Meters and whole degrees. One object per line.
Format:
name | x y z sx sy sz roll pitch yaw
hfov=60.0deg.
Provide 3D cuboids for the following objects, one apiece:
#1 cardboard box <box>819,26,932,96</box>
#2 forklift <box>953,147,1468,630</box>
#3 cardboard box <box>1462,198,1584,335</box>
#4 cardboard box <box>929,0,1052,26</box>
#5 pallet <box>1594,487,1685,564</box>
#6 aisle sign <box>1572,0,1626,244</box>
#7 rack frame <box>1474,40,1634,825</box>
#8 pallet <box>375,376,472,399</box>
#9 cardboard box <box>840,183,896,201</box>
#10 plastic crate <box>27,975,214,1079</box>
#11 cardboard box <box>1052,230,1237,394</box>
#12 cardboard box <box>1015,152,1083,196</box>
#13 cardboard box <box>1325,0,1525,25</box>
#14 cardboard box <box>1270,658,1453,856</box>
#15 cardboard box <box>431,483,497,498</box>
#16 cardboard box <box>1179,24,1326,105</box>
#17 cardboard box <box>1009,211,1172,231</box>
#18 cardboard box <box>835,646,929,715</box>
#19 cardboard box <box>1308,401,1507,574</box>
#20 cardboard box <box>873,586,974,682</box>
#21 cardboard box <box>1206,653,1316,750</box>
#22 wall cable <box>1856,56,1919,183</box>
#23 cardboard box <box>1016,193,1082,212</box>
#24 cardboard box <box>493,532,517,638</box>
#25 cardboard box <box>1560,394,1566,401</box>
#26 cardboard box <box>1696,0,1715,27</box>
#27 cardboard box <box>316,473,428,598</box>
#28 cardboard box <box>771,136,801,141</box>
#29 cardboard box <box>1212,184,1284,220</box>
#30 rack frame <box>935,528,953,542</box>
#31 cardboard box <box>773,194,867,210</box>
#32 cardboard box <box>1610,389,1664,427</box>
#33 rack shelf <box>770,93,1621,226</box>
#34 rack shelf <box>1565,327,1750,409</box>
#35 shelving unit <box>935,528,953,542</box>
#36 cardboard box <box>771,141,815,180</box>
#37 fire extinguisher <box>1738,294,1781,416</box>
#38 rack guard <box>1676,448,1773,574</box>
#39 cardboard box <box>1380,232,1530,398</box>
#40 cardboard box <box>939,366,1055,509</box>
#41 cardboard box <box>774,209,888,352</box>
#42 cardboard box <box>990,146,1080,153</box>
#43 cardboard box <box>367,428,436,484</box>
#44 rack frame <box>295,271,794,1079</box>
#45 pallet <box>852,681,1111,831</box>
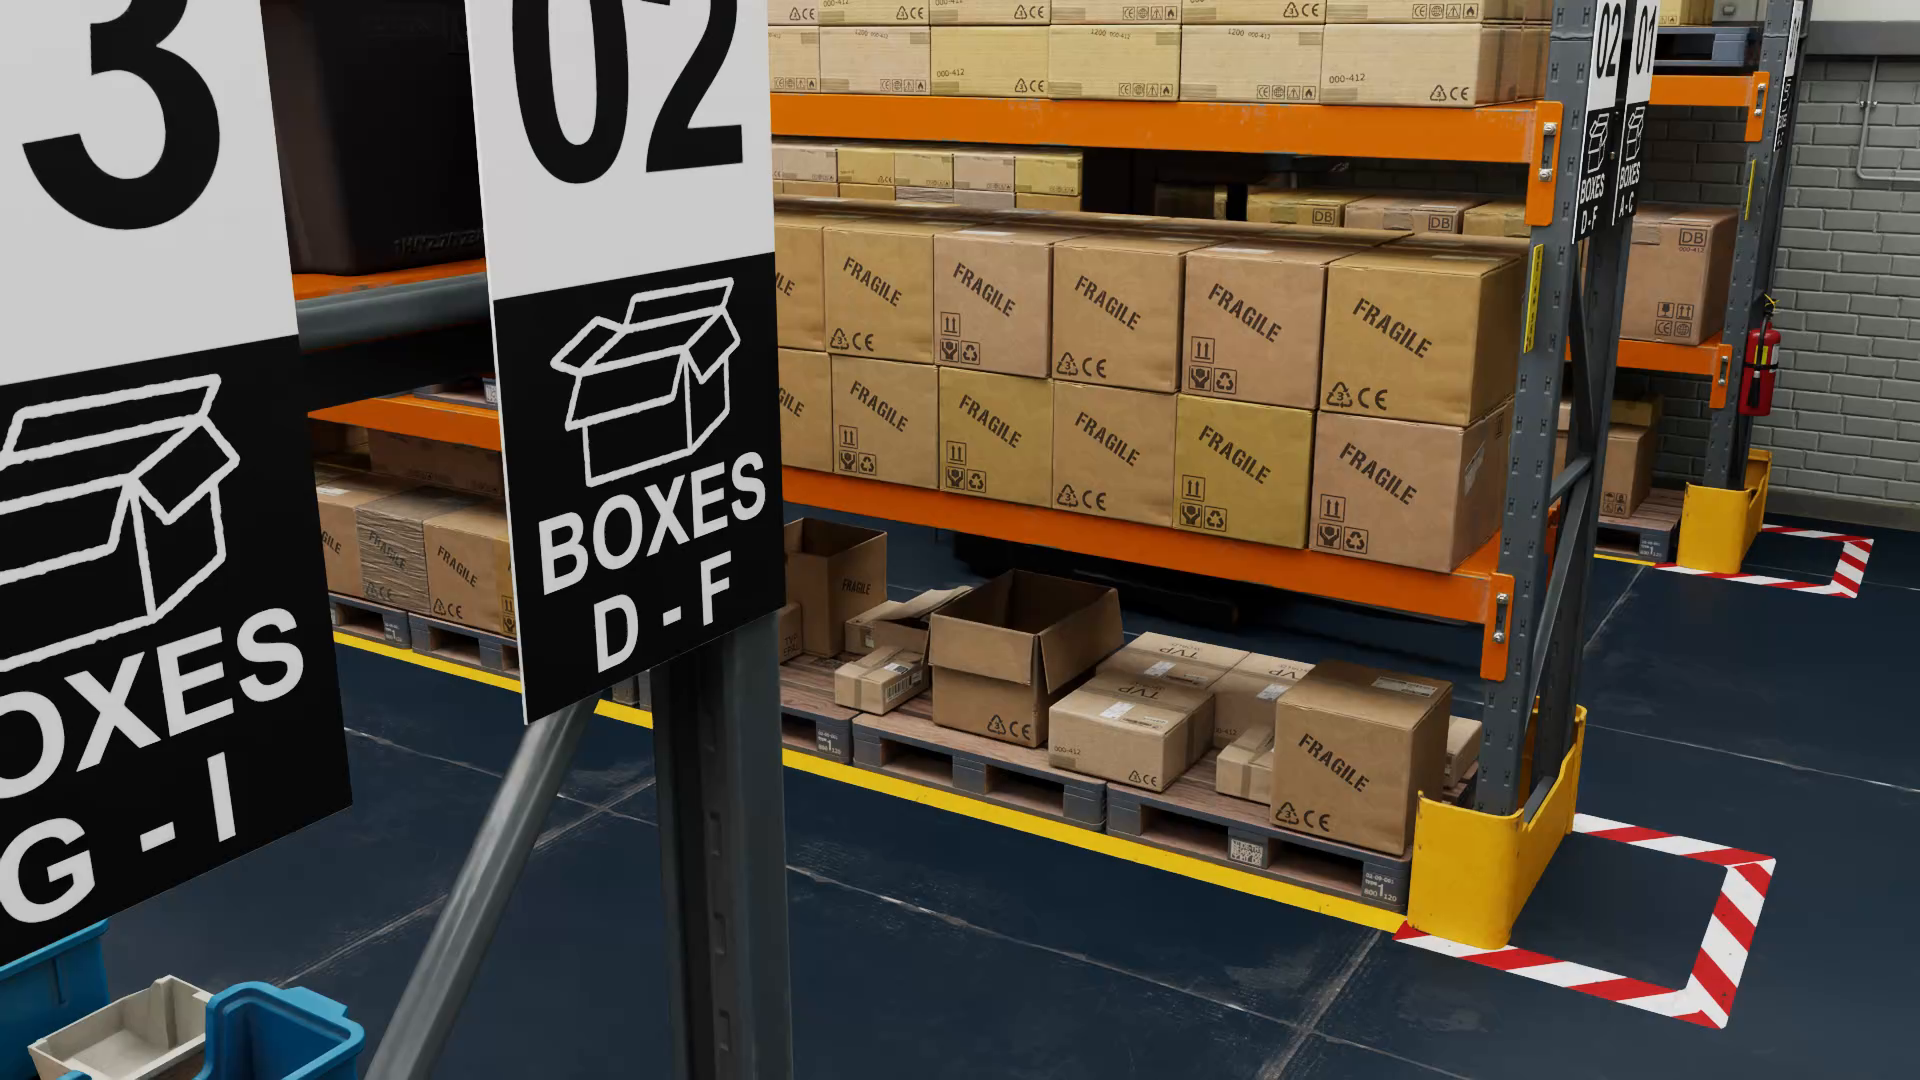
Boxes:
cardboard box | -0.195 -1.857 6.432 0.500 0.250 0.500 10 20 30
forklift | 1.455 -1.099 8.956 3.031 2.935 1.130 12 20 34
cardboard box | 3.603 -1.728 10.394 0.700 0.700 0.980 10 20 30
cardboard box | 0.229 -2.019 6.105 0.500 0.250 0.500 10 20 30
pallet | 3.947 -0.170 10.577 1.213 0.211 1.003 10 20 30
aisle sign | 1.978 -1.332 5.132 0.004 0.787 0.394 10 20 30
rack frame | 2.080 -0.174 5.794 0.127 3.000 1.000 10 20 30
pallet | -3.078 -1.005 8.858 1.213 0.211 1.003 10 20 30
cardboard box | -0.556 -2.446 12.555 0.500 0.500 0.500 11 20 32
plastic crate | -1.362 0.858 2.747 0.298 0.136 0.250 10 20 30
cardboard box | 0.681 -0.854 6.141 0.500 0.500 0.500 11 20 32
cardboard box | 0.729 -2.576 11.694 0.500 0.250 0.500 11 20 31
cardboard box | 1.509 -1.792 5.357 0.500 0.250 0.500 10 20 30
cardboard box | 1.488 0.790 6.165 0.500 0.500 0.500 10 20 30
cardboard box | -2.496 -0.087 9.052 0.500 0.500 0.500 10 20 31
cardboard box | 1.084 -1.629 5.681 0.500 0.250 0.500 10 20 30
cardboard box | 0.533 -1.065 6.835 0.500 0.500 0.500 10 20 30
cardboard box | -0.342 0.609 7.333 0.250 0.166 0.380 10 20 30
cardboard box | 1.556 -0.223 5.782 0.500 0.500 0.500 11 20 32
cardboard box | -0.056 0.424 7.694 0.500 0.311 0.500 10 20 30
cardboard box | 1.339 0.702 6.884 0.500 0.250 0.500 10 20 30
wall cable | 6.255 -1.927 9.817 1.851 1.984 0.084 10 20 30
cardboard box | 0.735 -2.218 11.803 0.500 0.500 0.500 10 19 29
cardboard box | -1.899 0.199 8.110 0.500 0.500 0.500 10 20 30
cardboard box | 3.597 -0.812 10.355 0.250 0.149 0.380 11 20 32
cardboard box | 4.175 -3.186 9.911 0.500 0.250 0.500 11 20 33
cardboard box | -3.178 -0.032 8.869 0.500 0.500 0.500 9 19 28
cardboard box | -1.626 -3.172 13.656 0.500 0.250 0.500 11 20 32
cardboard box | 1.714 -2.067 11.509 0.700 0.700 0.980 10 20 31
rack frame | -0.090 -0.590 10.260 0.006 1.200 0.240 10 20 30
cardboard box | -0.762 -1.296 7.595 0.500 0.500 0.500 10 20 30
cardboard box | 4.231 -0.829 10.412 0.250 0.149 0.380 10 20 30
rack shelf | 0.376 -1.570 6.464 4.000 0.370 1.077 10 20 30
rack shelf | 2.965 -1.362 10.941 4.000 0.370 1.077 10 20 30
shelving unit | -0.012 -0.576 10.214 0.189 1.200 0.258 10 20 30
cardboard box | -1.438 -2.963 12.965 0.500 0.250 0.500 10 19 29
fire extinguisher | 4.556 -1.049 9.449 0.183 0.674 0.296 10 20 30
rack guard | 4.690 -0.202 10.186 0.348 0.500 1.175 10 20 30
cardboard box | 1.840 -0.833 6.071 0.500 0.500 0.500 11 20 32
cardboard box | 0.260 -0.455 6.546 0.500 0.500 0.500 10 19 29
cardboard box | -0.635 -1.089 6.914 0.500 0.500 0.500 9 19 28
cardboard box | 0.556 -2.781 12.367 0.500 0.250 0.500 10 20 31
cardboard box | -2.893 -0.518 9.180 0.500 0.250 0.500 10 19 29
rack frame | -0.516 1.052 1.757 0.127 3.000 1.000 10 20 30
pallet | 0.300 0.842 7.248 1.213 0.211 1.003 10 20 30
